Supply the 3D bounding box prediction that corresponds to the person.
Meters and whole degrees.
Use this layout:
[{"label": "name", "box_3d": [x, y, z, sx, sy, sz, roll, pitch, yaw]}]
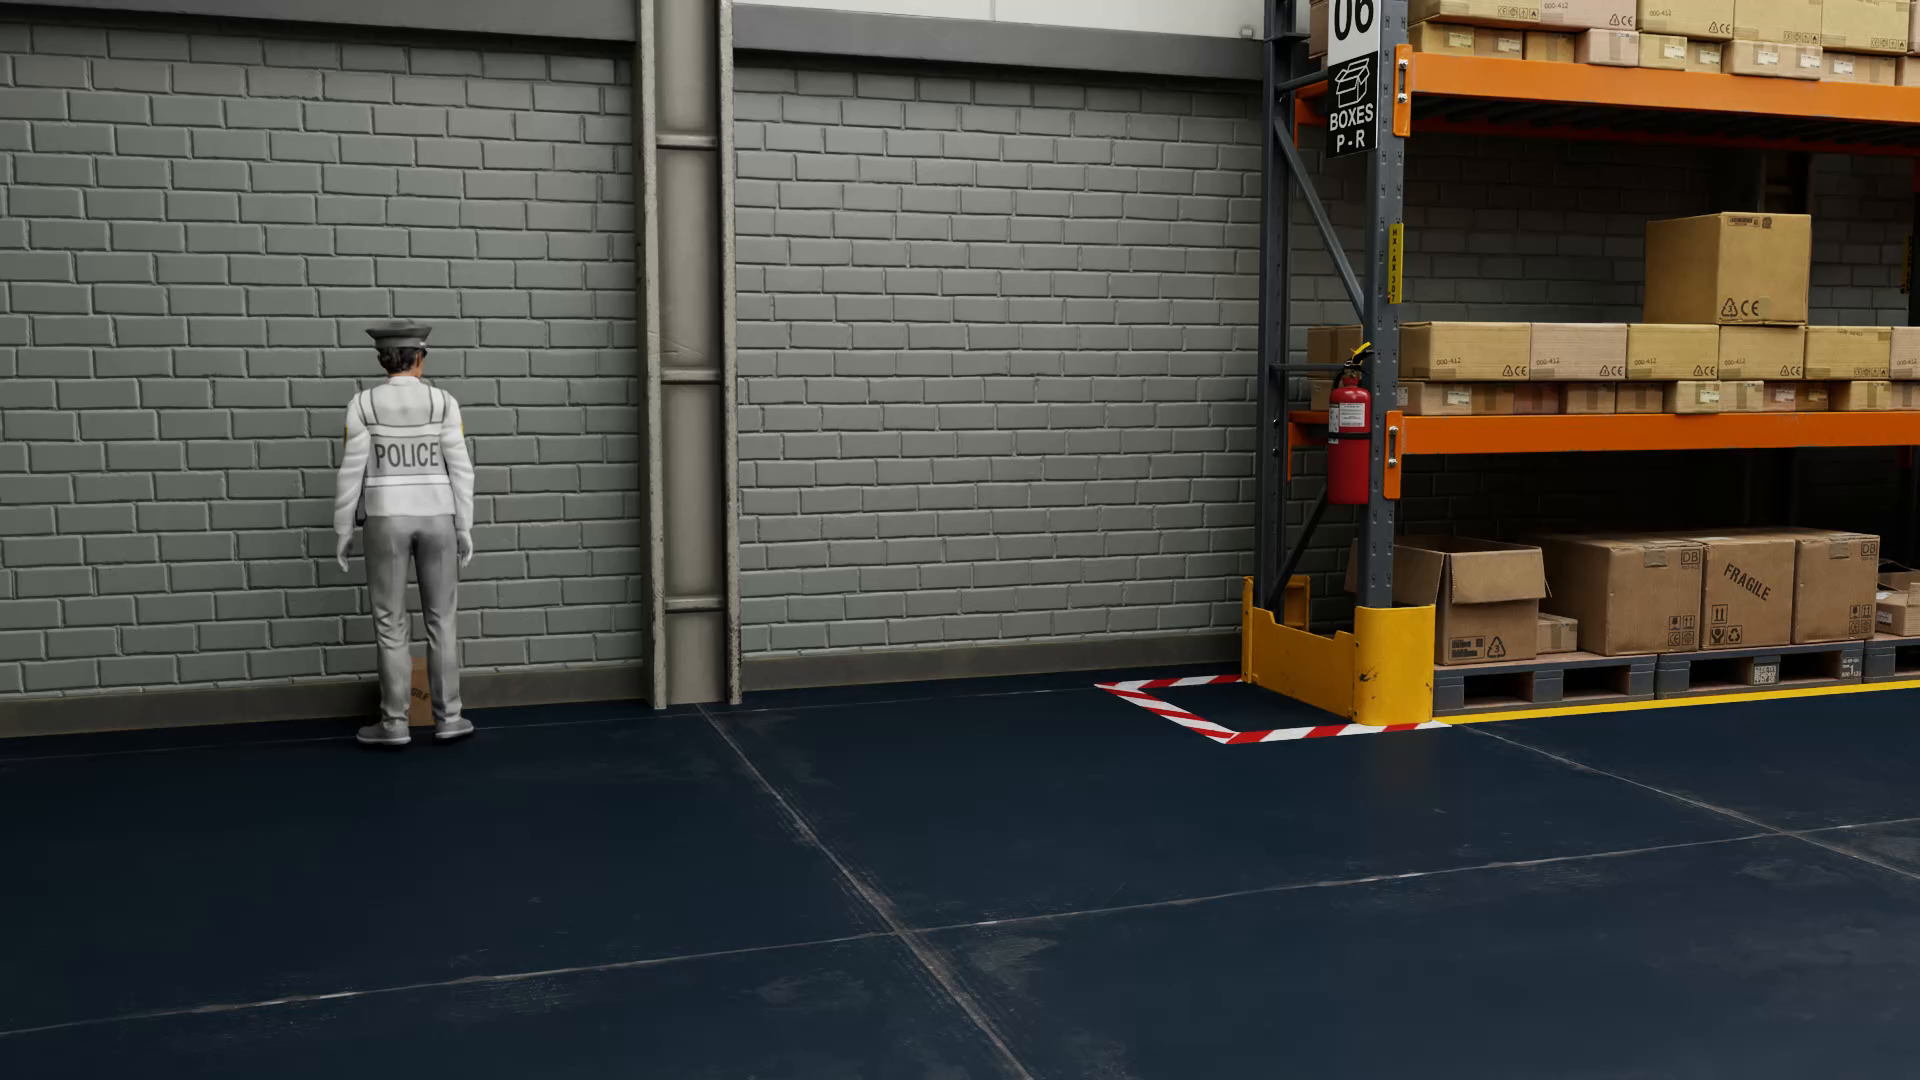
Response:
[{"label": "person", "box_3d": [-2.197, -0.022, 6.578, 0.523, 1.679, 0.339, -3, 7, -26]}]
